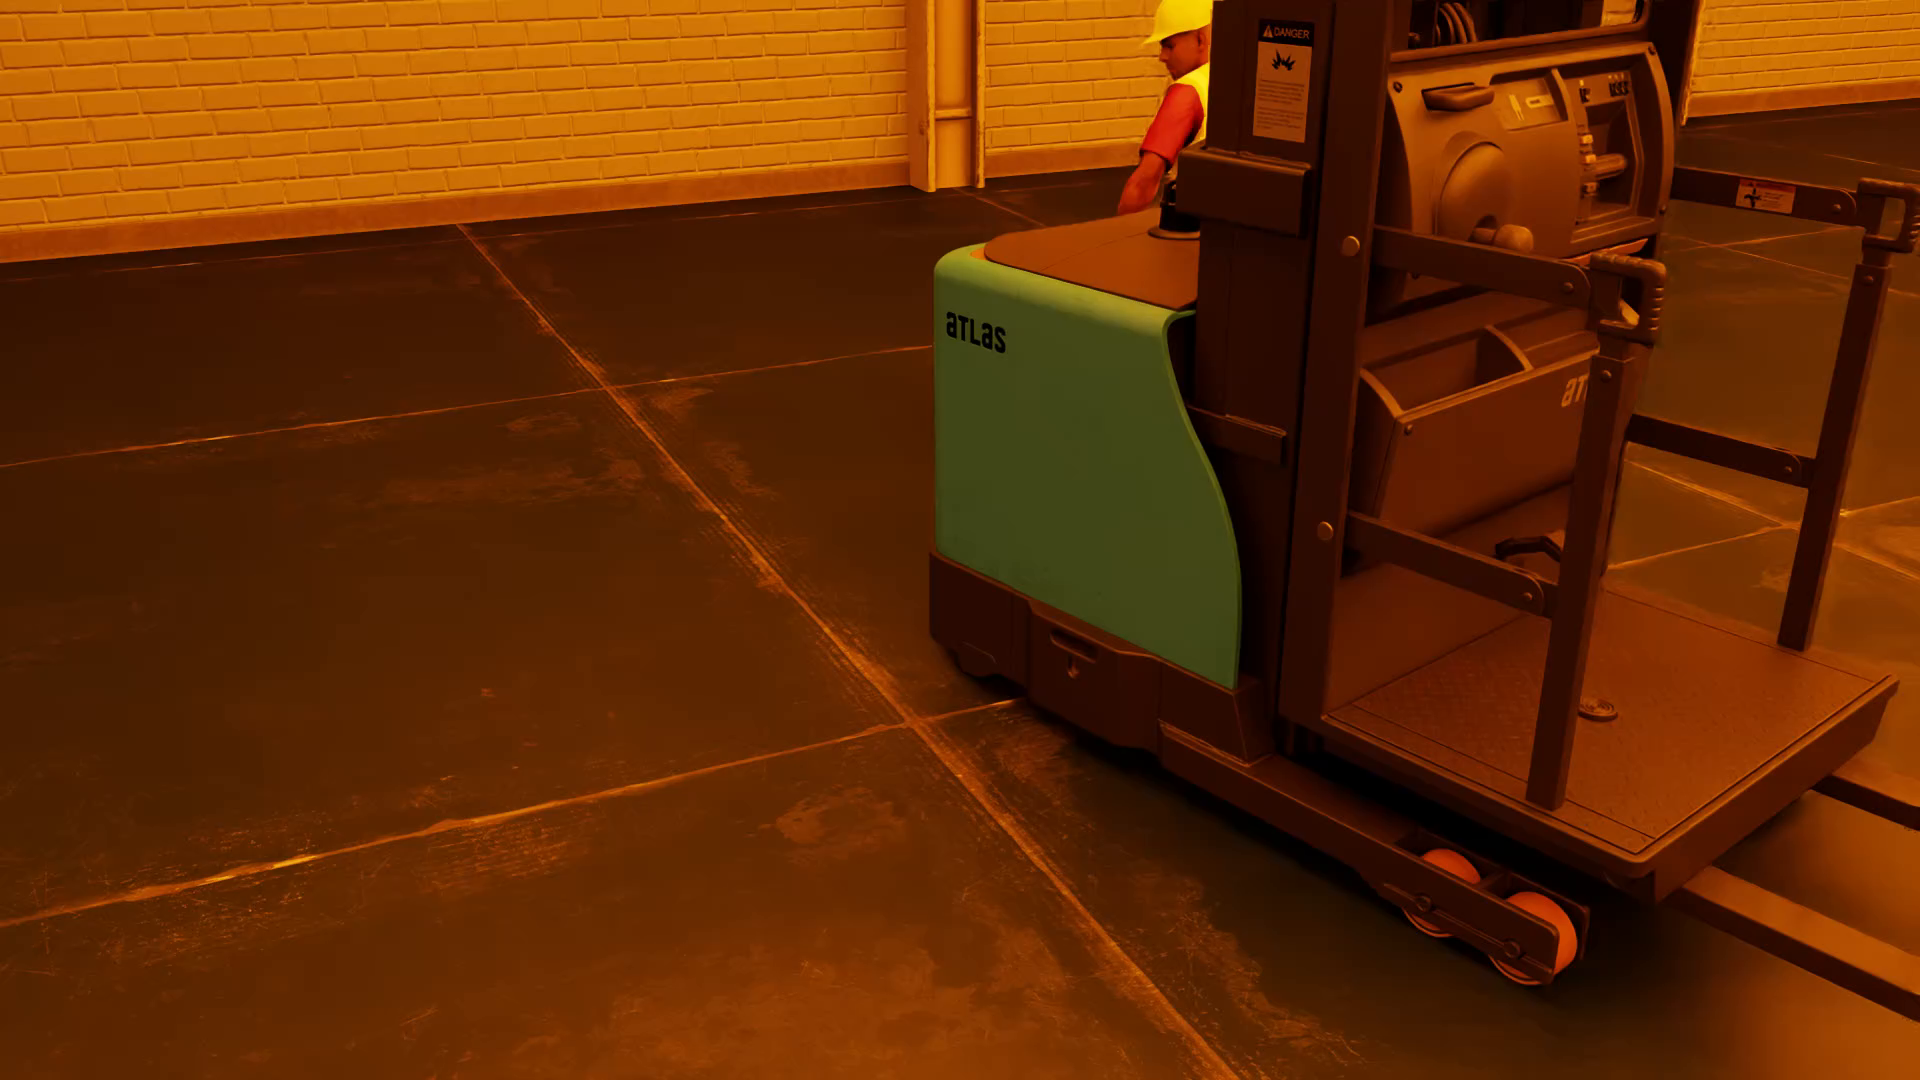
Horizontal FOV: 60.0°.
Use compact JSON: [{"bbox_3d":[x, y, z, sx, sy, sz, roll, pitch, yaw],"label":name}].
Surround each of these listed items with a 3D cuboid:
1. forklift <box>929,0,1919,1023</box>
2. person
[{"bbox_3d":[1.261,-0.743,3.075,1.130,2.935,3.031,-18,29,-37],"label":"forklift"},{"bbox_3d":[0.901,-1.051,5.640,0.872,1.555,0.644,-6,23,-14],"label":"person"}]
